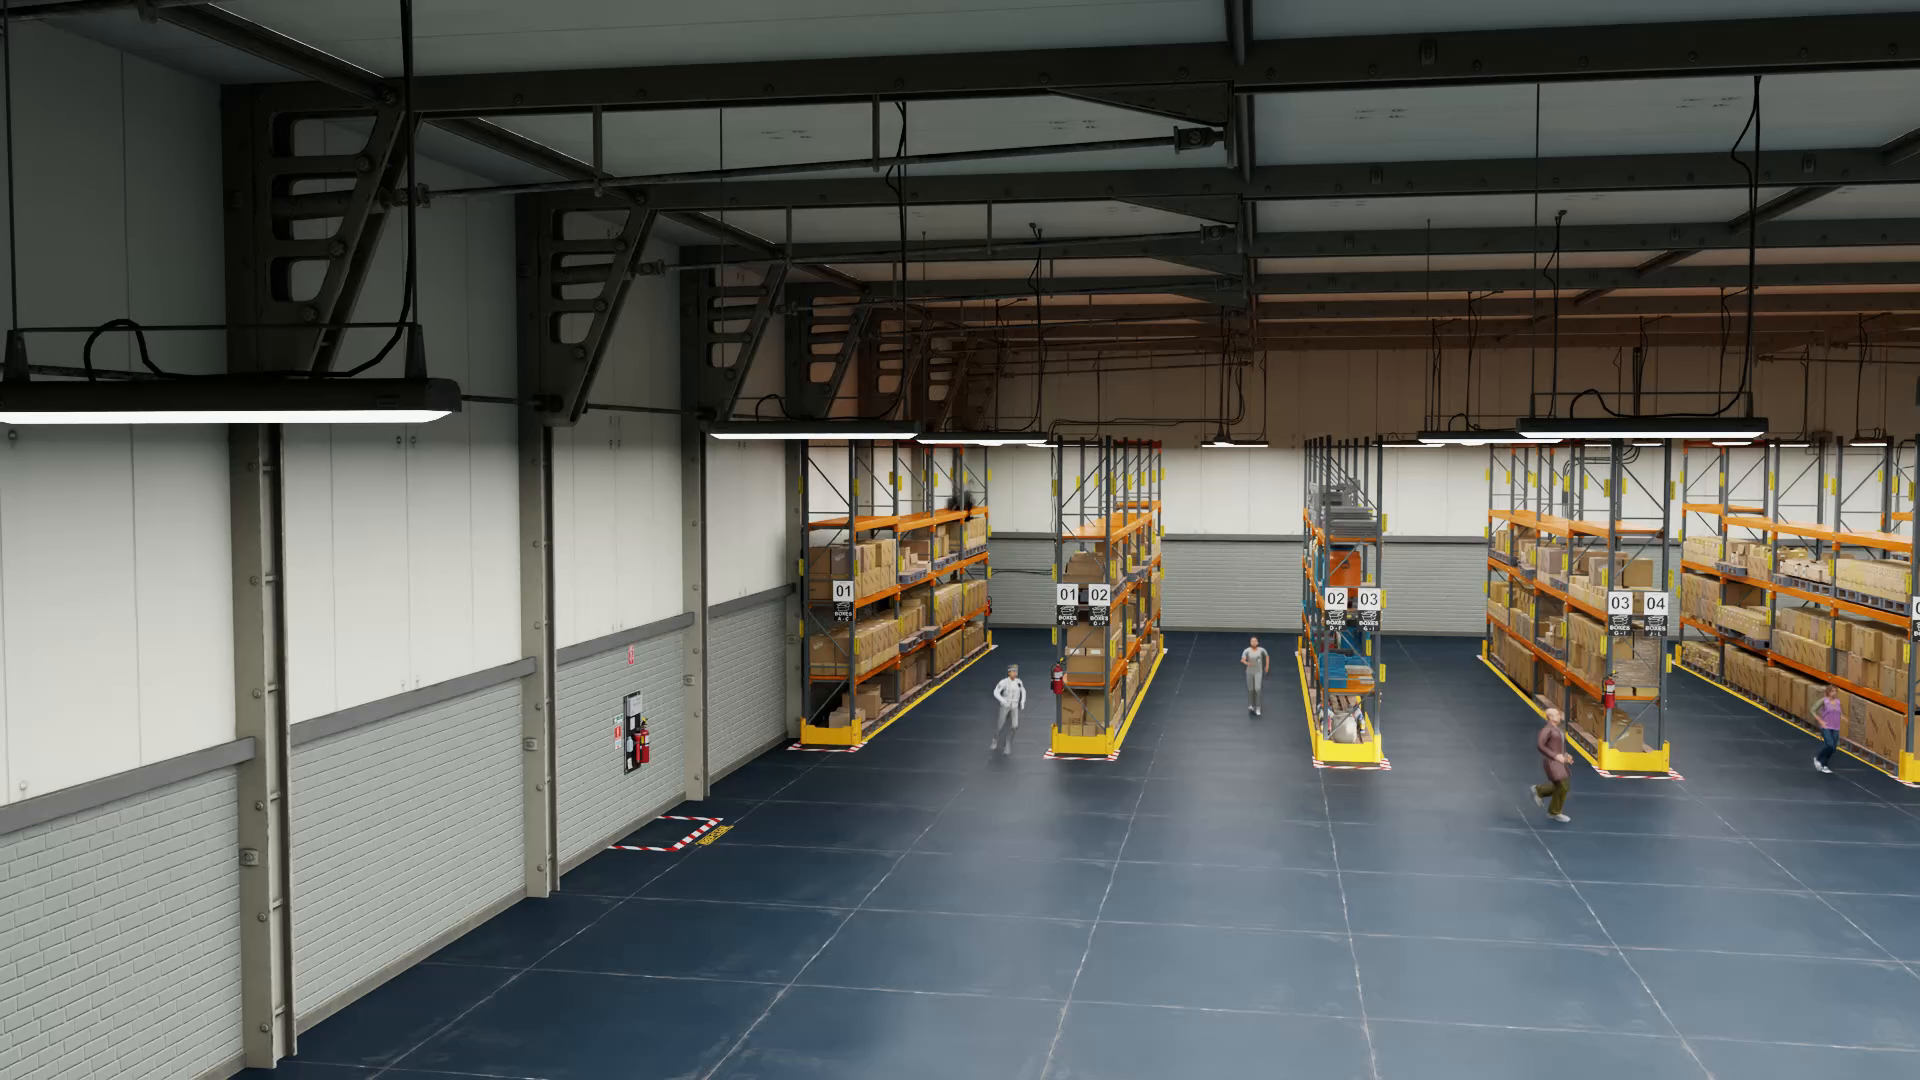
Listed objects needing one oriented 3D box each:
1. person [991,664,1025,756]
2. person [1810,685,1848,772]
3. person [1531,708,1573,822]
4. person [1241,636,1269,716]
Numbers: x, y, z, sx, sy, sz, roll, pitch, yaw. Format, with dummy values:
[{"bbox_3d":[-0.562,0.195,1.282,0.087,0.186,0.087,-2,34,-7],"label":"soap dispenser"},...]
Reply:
[{"bbox_3d":[0.944,3.196,31.490,0.679,1.708,0.673,-1,3,-12],"label":"person"},{"bbox_3d":[15.395,3.349,29.391,0.537,1.555,0.562,0,3,-8],"label":"person"},{"bbox_3d":[9.157,3.468,25.799,0.653,1.739,0.712,3,4,39],"label":"person"},{"bbox_3d":[6.404,2.946,36.122,0.584,1.743,0.747,1,3,12],"label":"person"}]
